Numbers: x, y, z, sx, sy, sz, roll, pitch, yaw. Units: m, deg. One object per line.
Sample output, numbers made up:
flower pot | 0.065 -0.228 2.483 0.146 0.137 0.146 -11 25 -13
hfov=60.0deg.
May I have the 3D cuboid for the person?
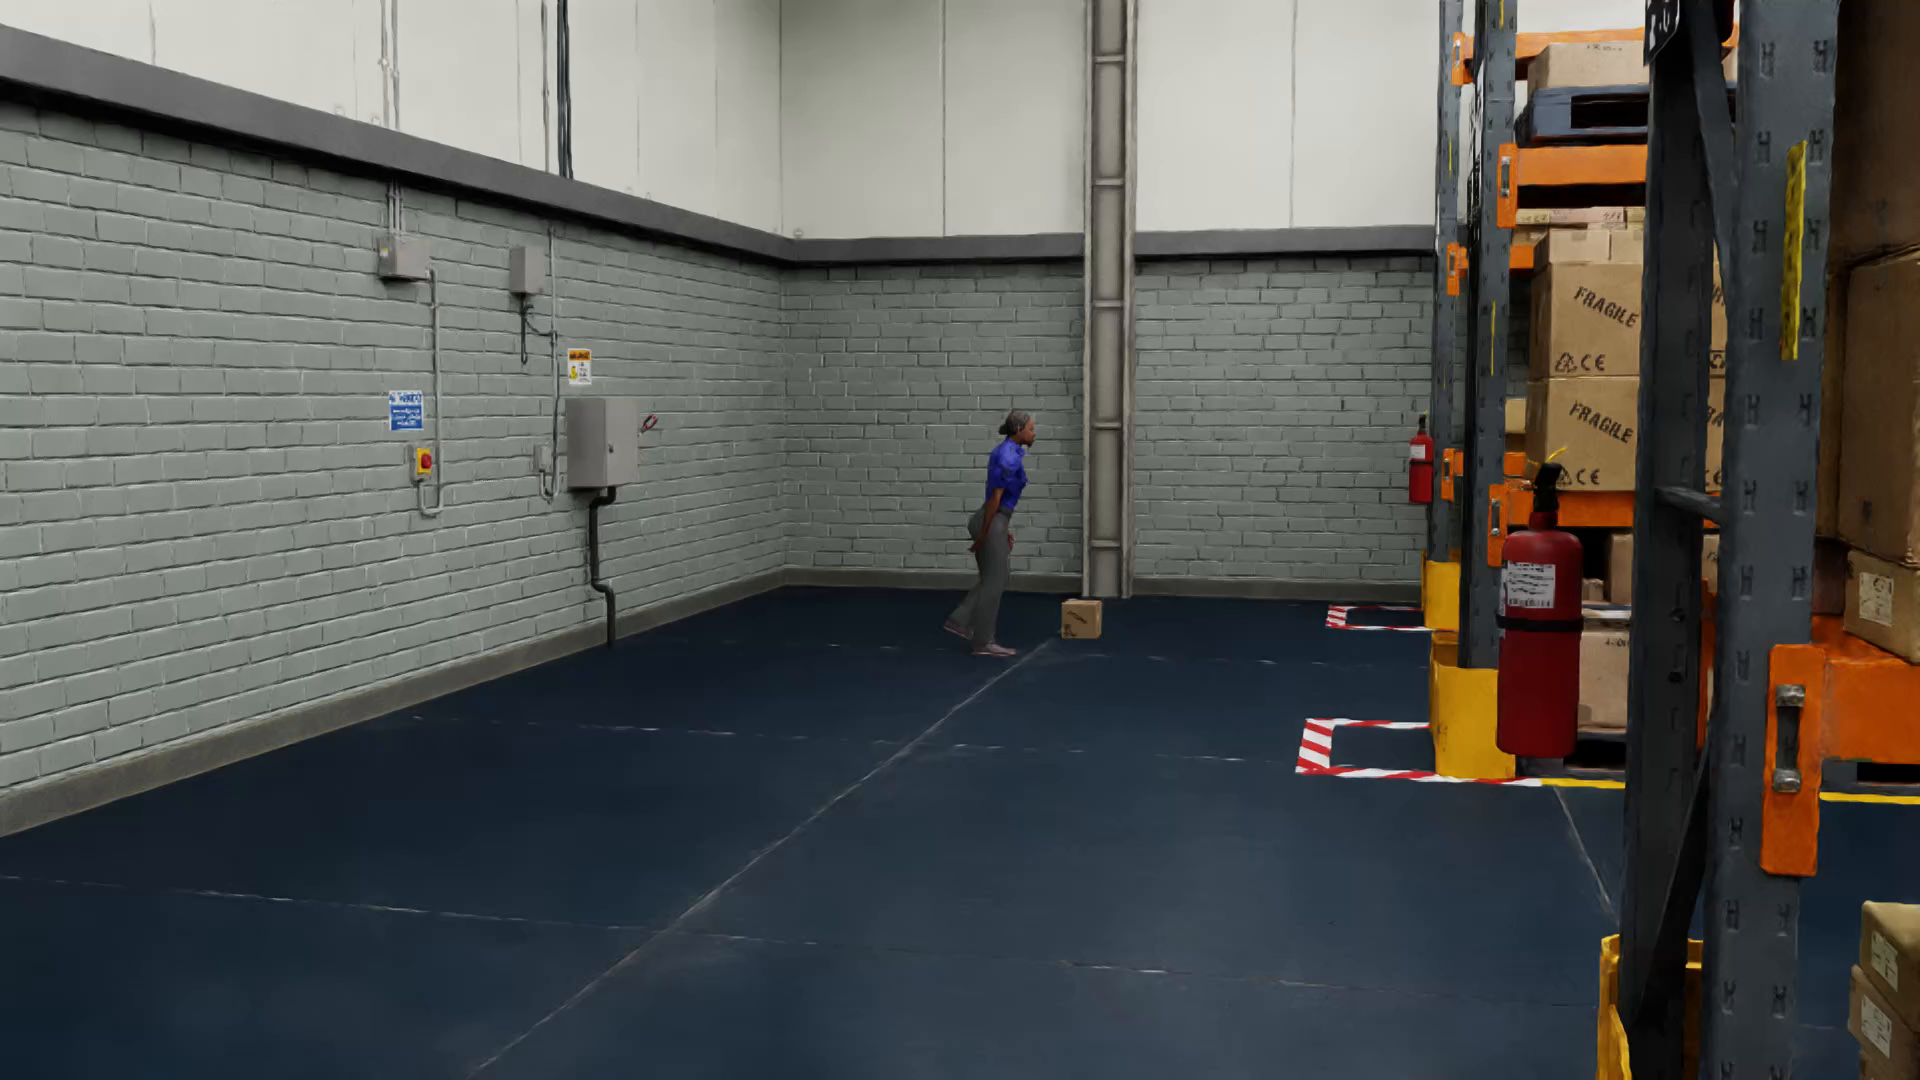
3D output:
person | 0.199 -0.050 11.031 0.614 1.635 0.448 -1 5 -8
